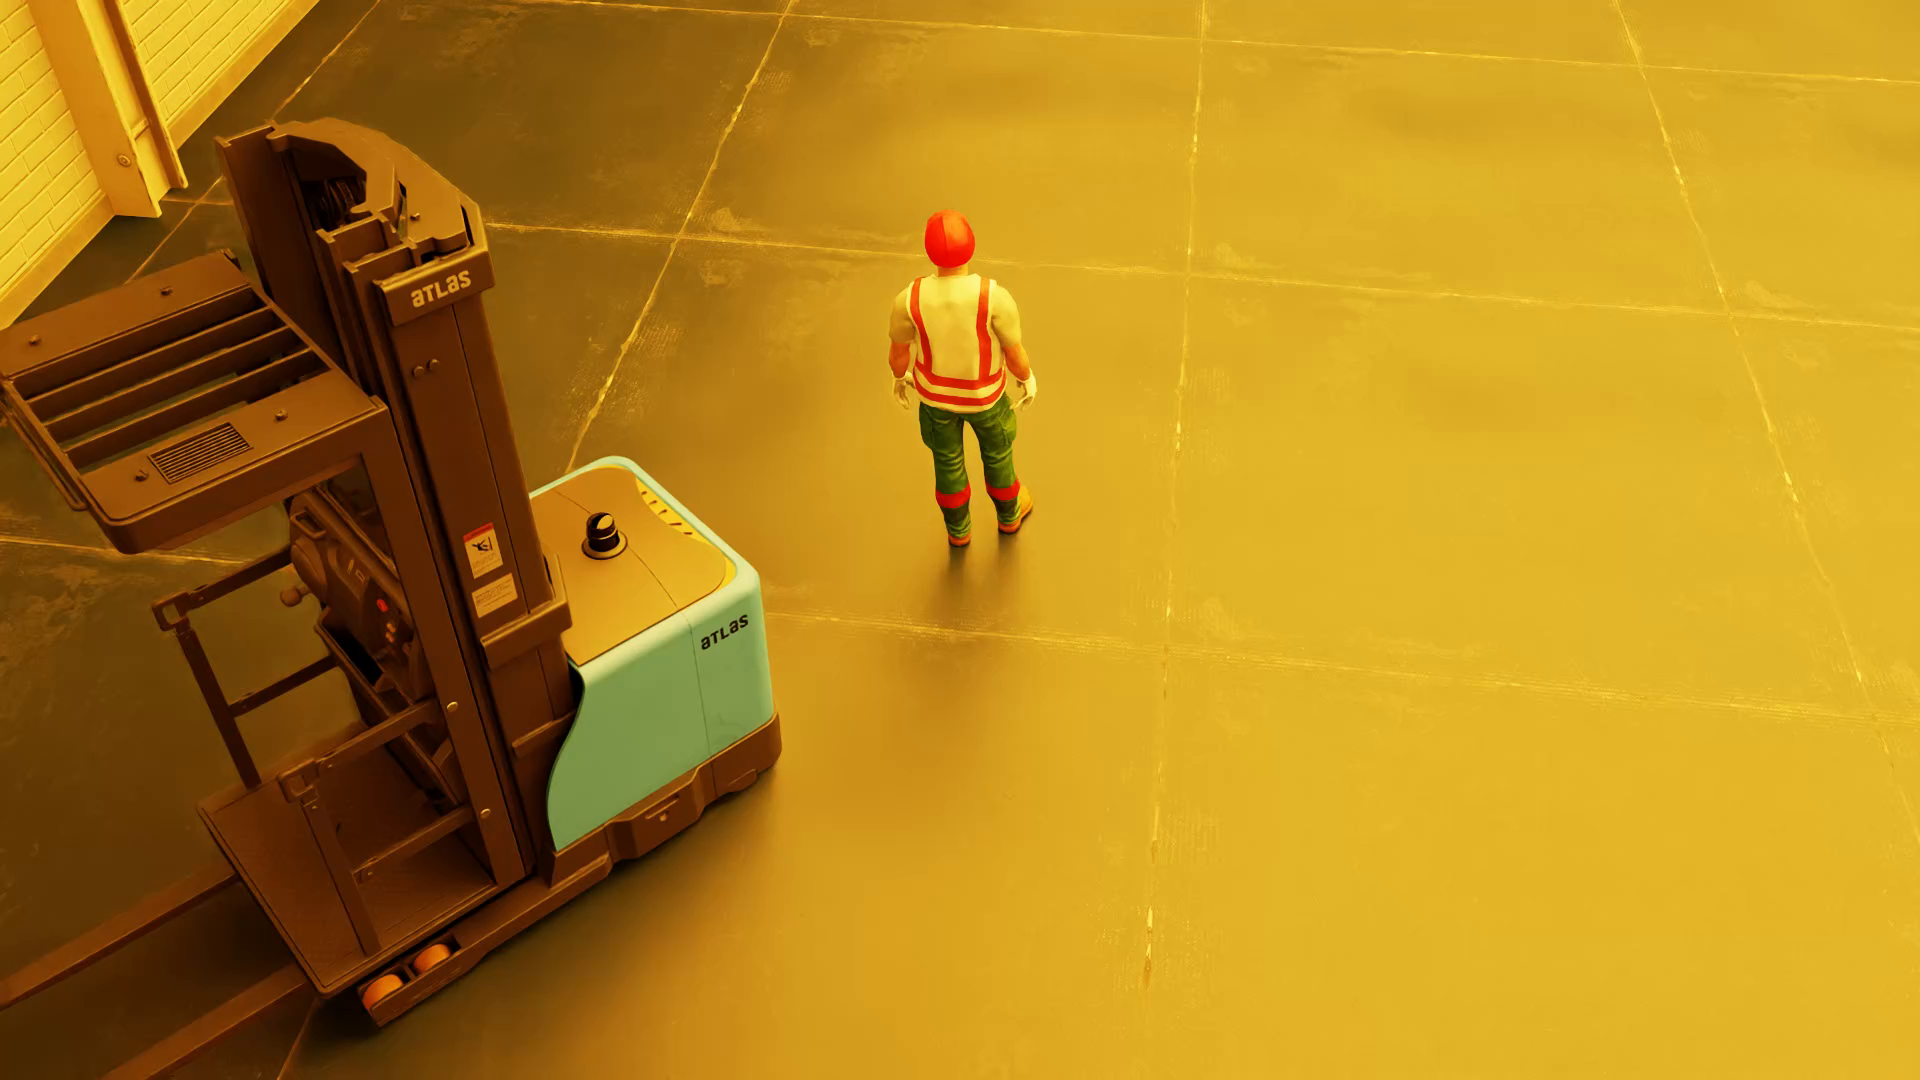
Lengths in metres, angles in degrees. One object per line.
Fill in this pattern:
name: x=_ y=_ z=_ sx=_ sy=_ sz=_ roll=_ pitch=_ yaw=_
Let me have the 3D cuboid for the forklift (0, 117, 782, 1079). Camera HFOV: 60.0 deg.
forklift: x=-2.174 y=0.249 z=5.454 sx=3.031 sy=2.935 sz=1.130 roll=-31 pitch=51 yaw=-29

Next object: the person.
person: x=0.023 y=-0.717 z=7.338 sx=0.638 sy=1.788 sz=0.563 roll=5 pitch=43 yaw=6
